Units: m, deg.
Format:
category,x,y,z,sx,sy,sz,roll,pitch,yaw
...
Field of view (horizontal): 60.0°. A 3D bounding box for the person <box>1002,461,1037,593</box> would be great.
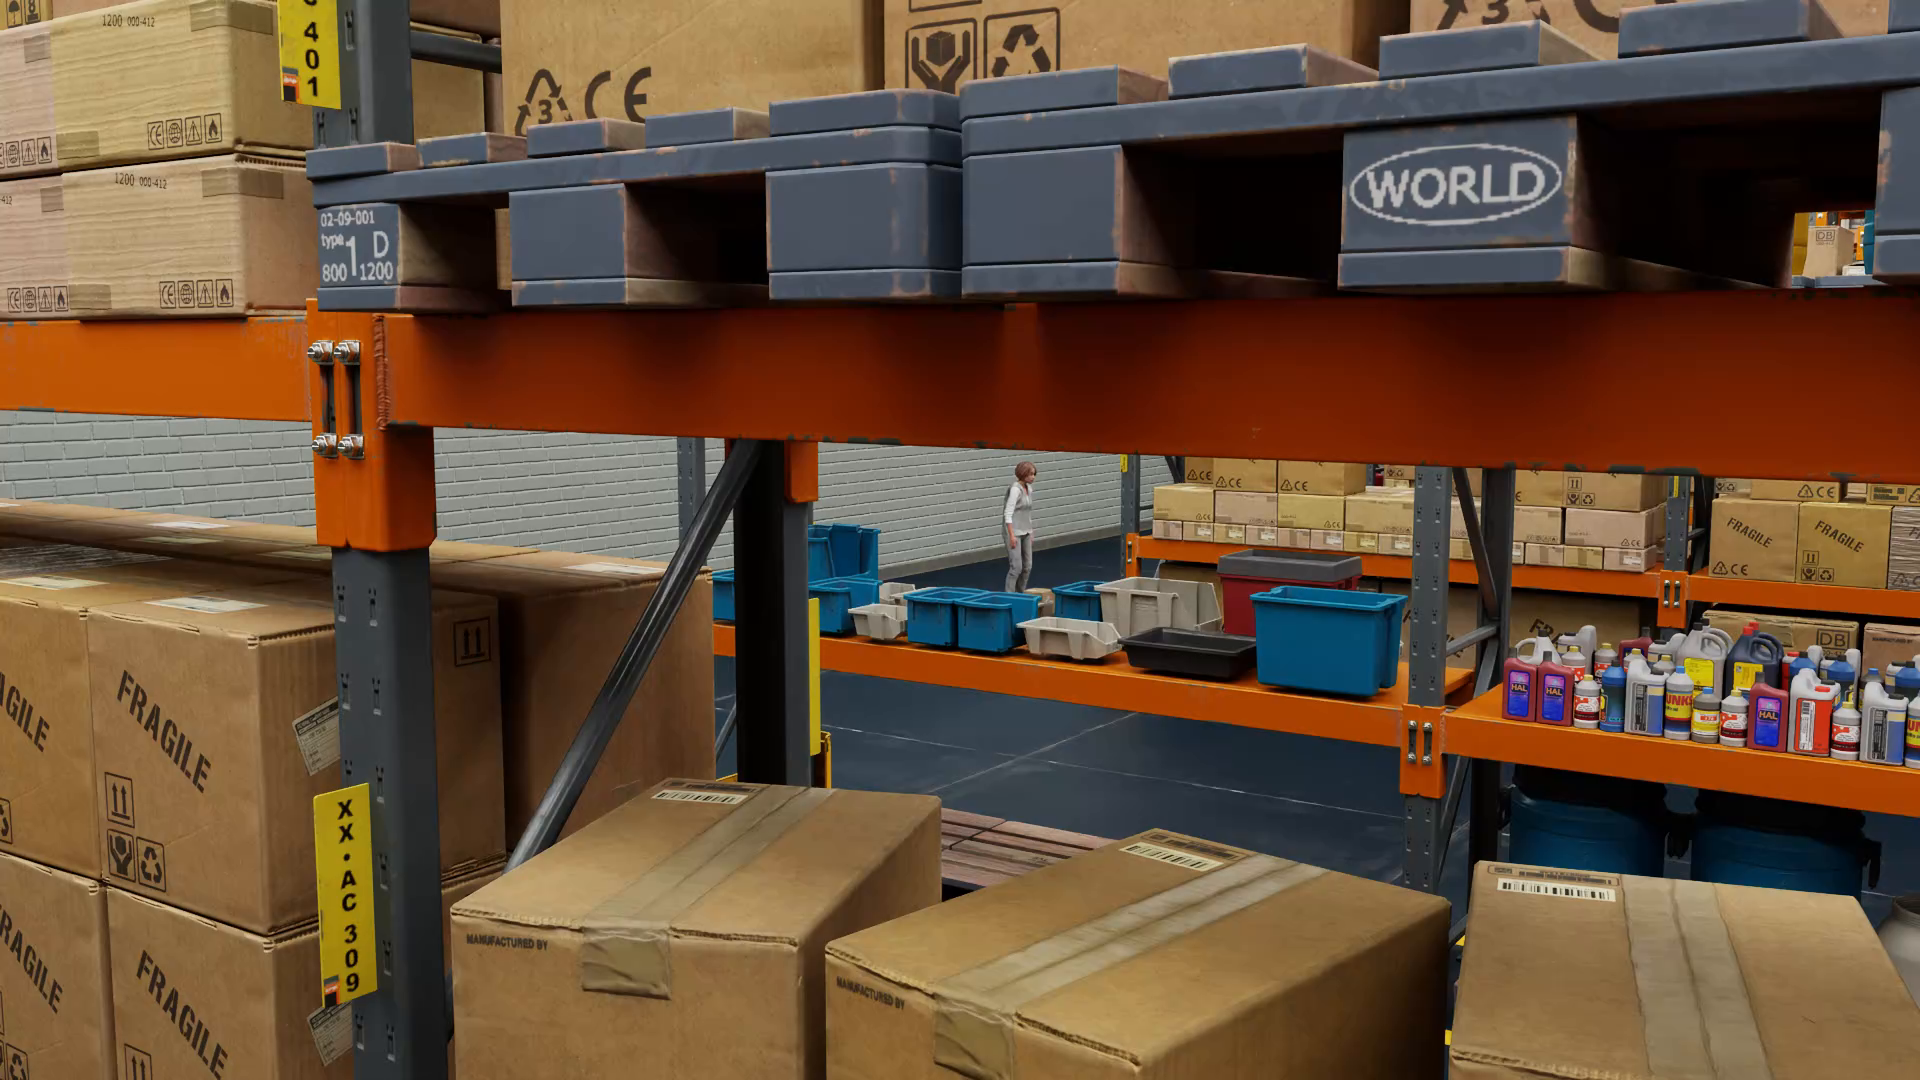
category,x,y,z,sx,sy,sz,roll,pitch,yaw
person,0.621,-0.030,17.465,0.347,1.591,0.480,4,8,30
